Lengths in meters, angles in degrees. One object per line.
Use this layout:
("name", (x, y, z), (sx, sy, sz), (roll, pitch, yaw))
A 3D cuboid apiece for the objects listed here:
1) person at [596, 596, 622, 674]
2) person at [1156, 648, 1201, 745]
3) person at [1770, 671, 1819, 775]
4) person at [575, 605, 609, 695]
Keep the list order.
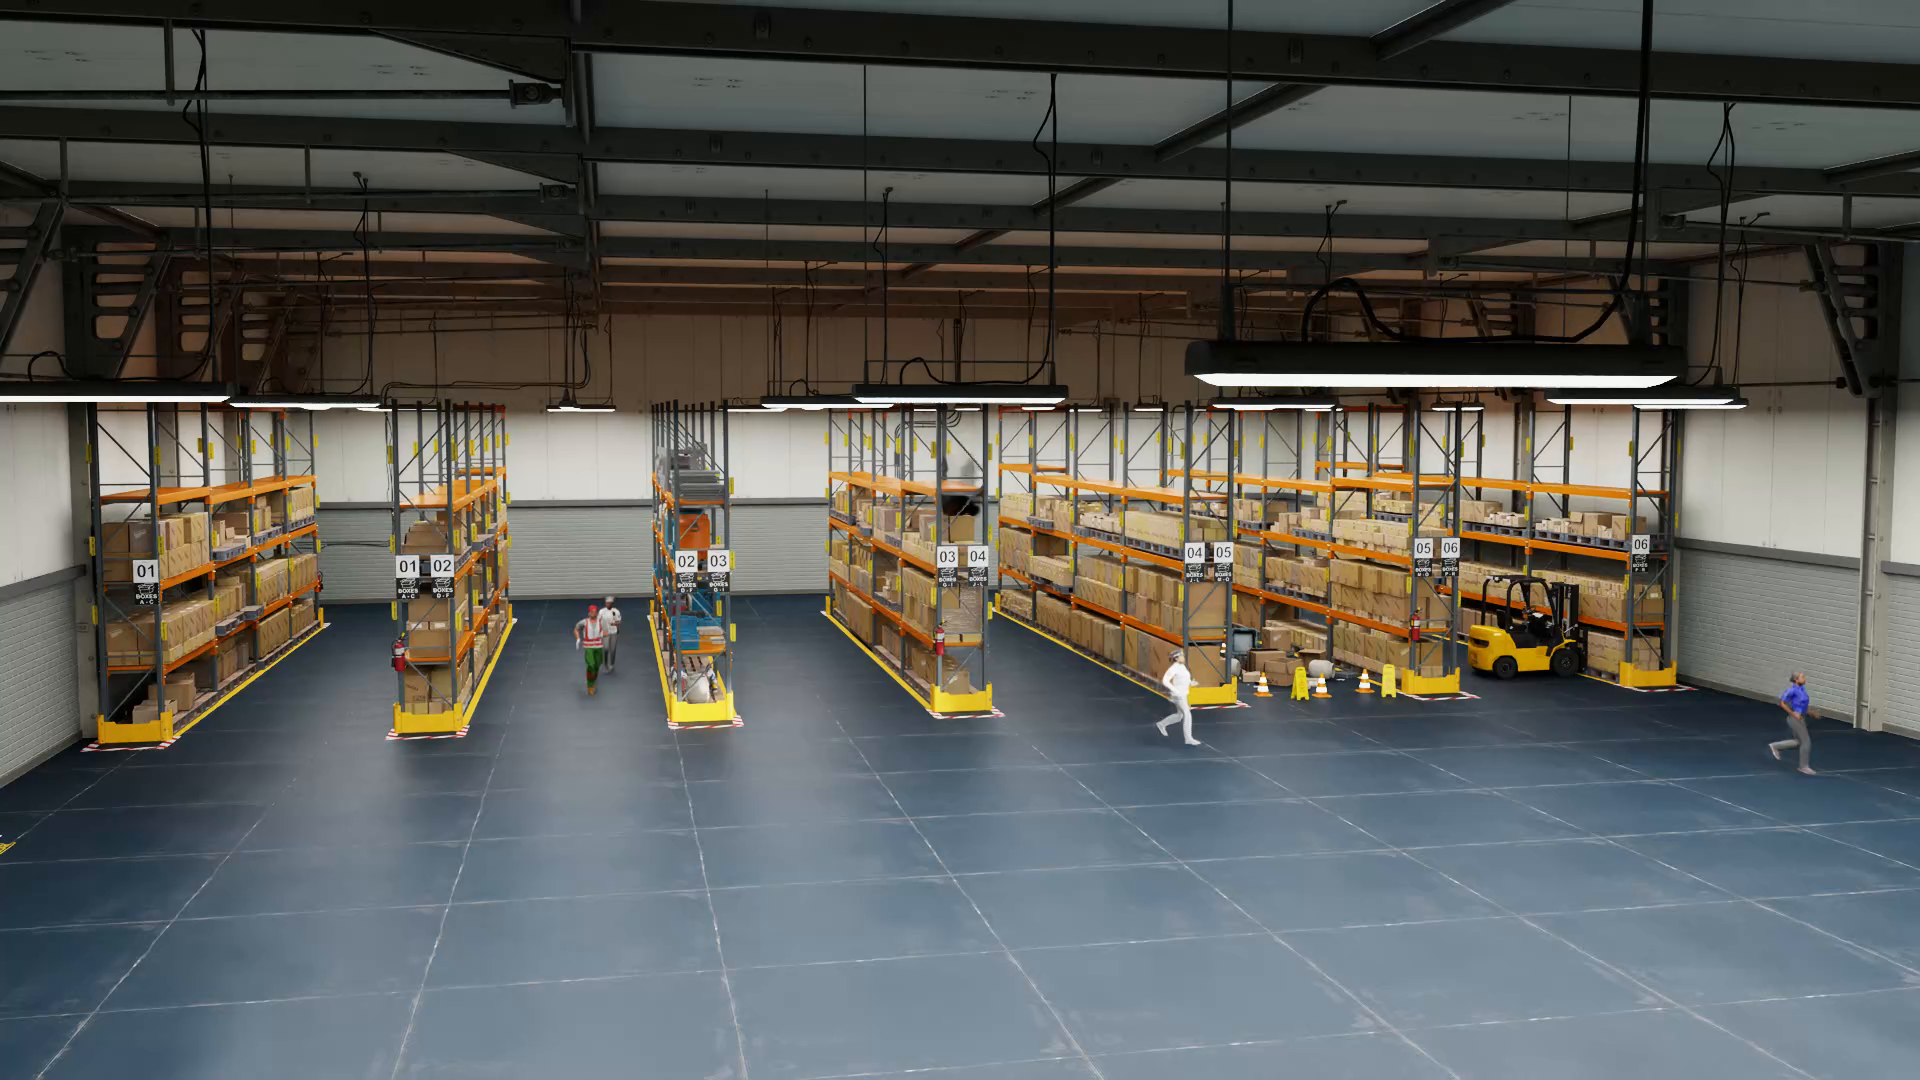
("person", (-7.777, 2.107, 36.855), (0.542, 1.733, 0.716), (-1, 4, -16))
("person", (3.791, 2.705, 28.910), (0.861, 1.663, 0.625), (2, 5, 28))
("person", (13.387, 2.923, 26.700), (0.760, 1.622, 0.577), (4, 6, 44))
("person", (-7.541, 2.254, 34.170), (0.642, 1.838, 0.763), (-2, 5, -28))
